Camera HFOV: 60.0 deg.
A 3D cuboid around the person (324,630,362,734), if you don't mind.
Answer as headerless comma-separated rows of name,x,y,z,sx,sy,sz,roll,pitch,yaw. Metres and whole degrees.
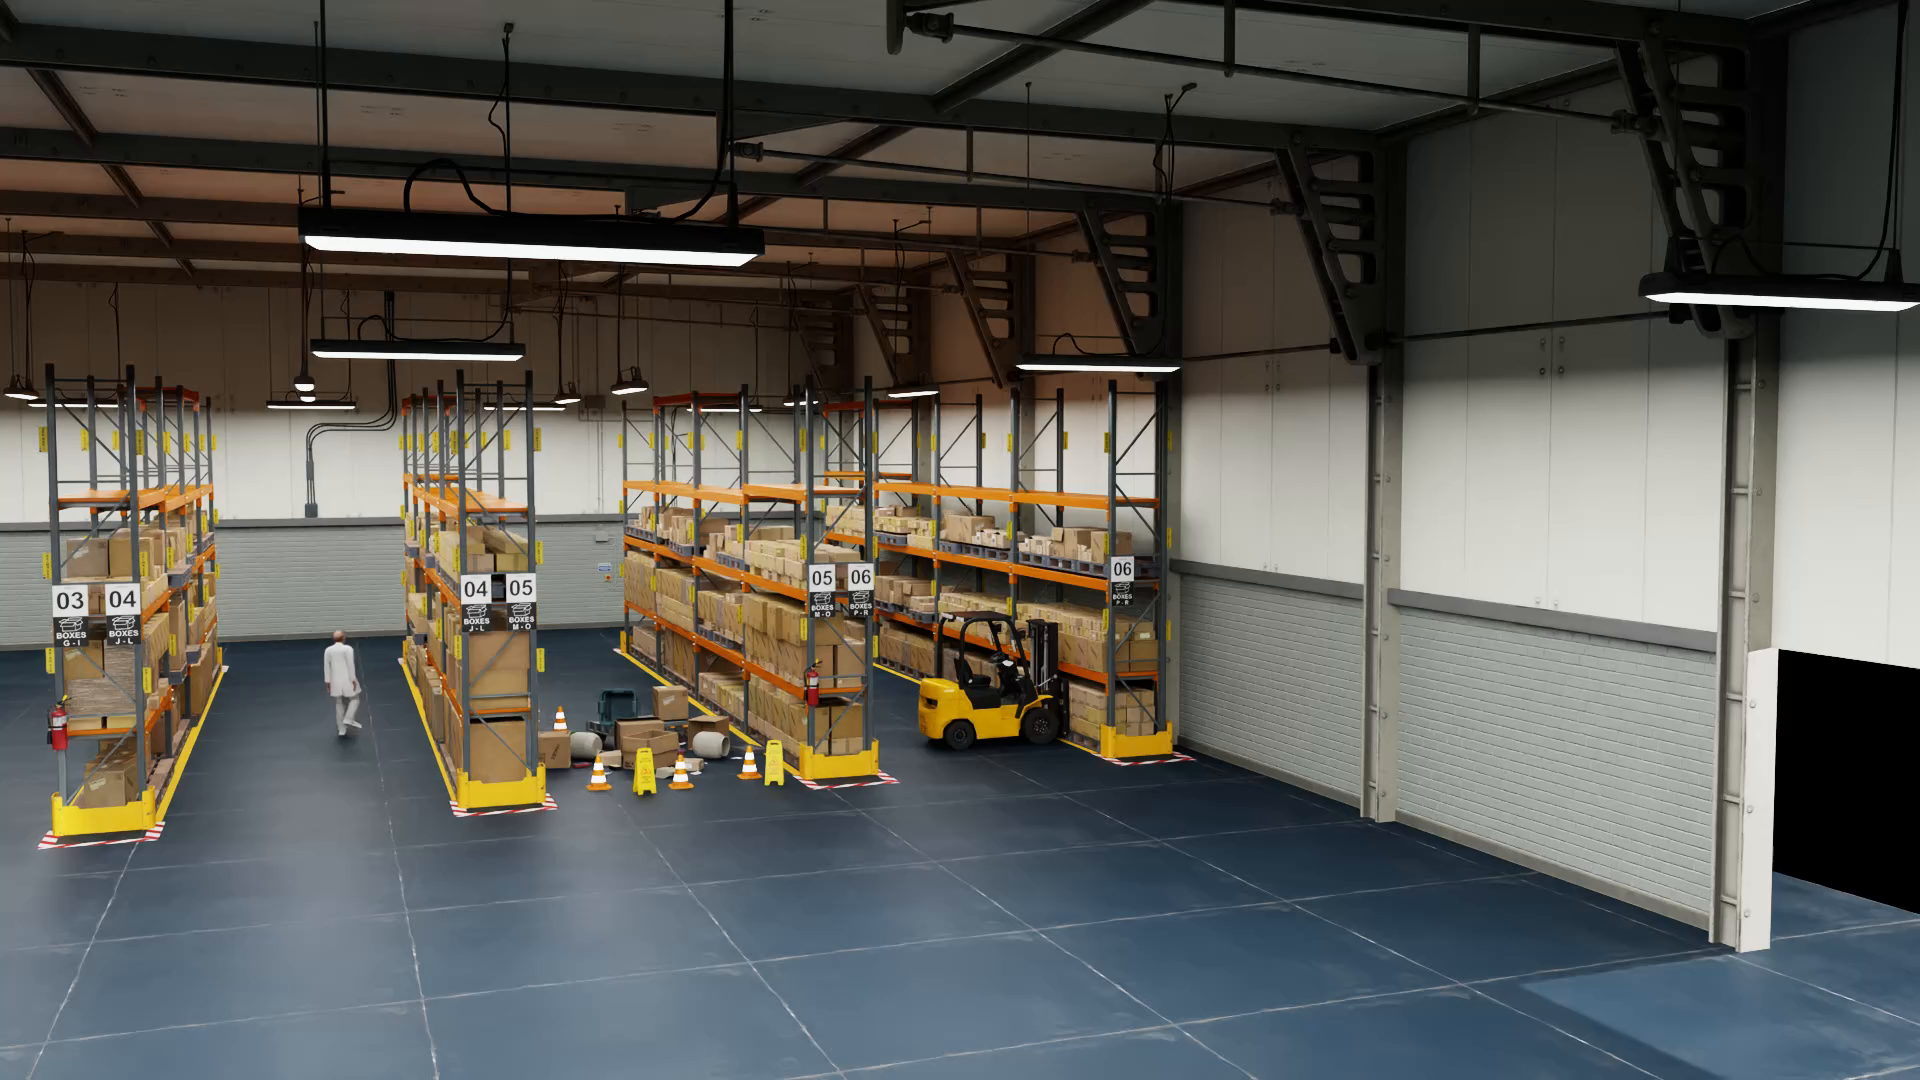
person,-10.596,2.444,28.529,0.624,1.770,0.572,-1,3,-10
